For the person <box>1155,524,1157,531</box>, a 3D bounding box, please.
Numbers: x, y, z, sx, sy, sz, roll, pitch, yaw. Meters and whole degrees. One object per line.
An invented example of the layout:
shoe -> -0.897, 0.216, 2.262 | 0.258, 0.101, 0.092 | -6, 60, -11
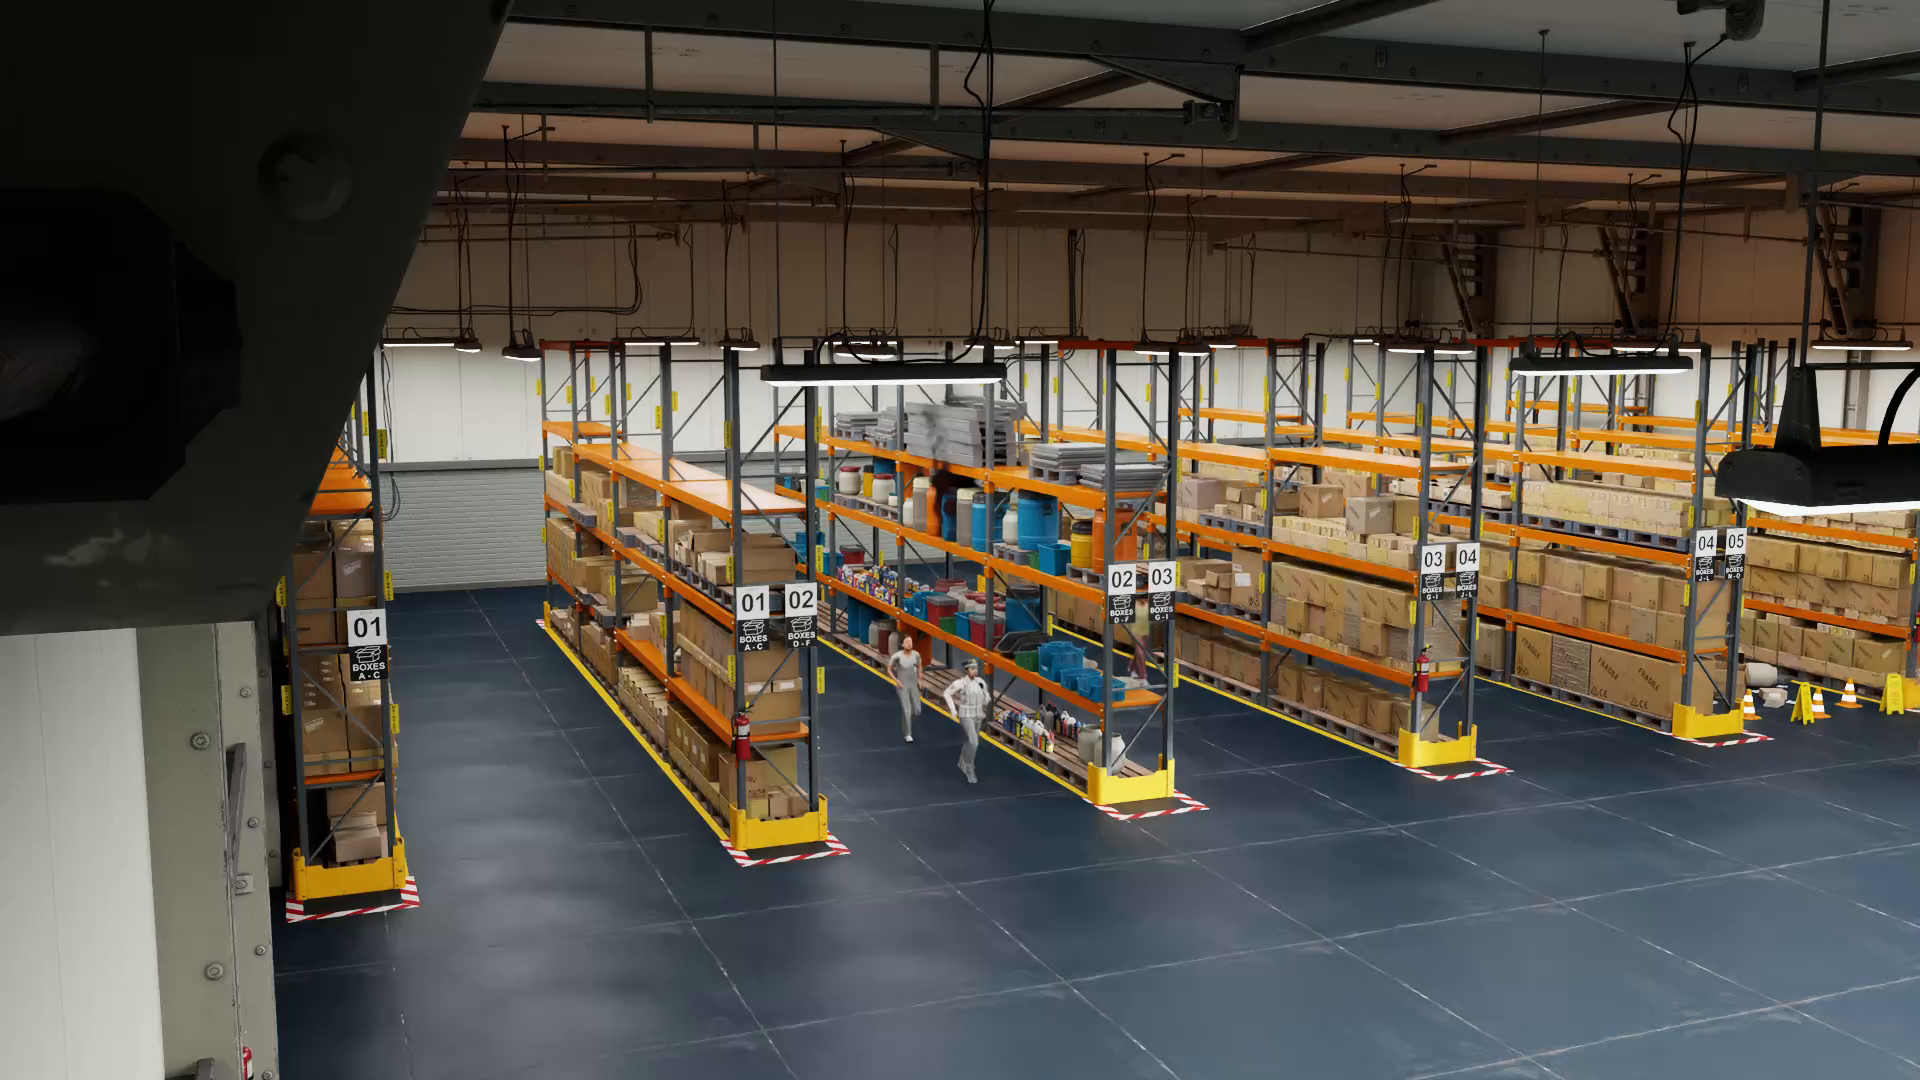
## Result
person -> 4.441, 0.459, 38.658 | 0.641, 1.691, 0.705 | -3, 8, -19

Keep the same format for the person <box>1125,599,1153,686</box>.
person -> 3.181, 1.677, 29.285 | 0.578, 1.680, 0.882 | -4, 8, -26

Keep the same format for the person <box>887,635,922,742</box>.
person -> -0.837, 2.235, 25.336 | 0.582, 1.635, 0.565 | -3, 8, -21

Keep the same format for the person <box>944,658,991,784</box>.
person -> 0.134, 2.499, 23.116 | 0.541, 1.749, 0.732 | -5, 9, -36
